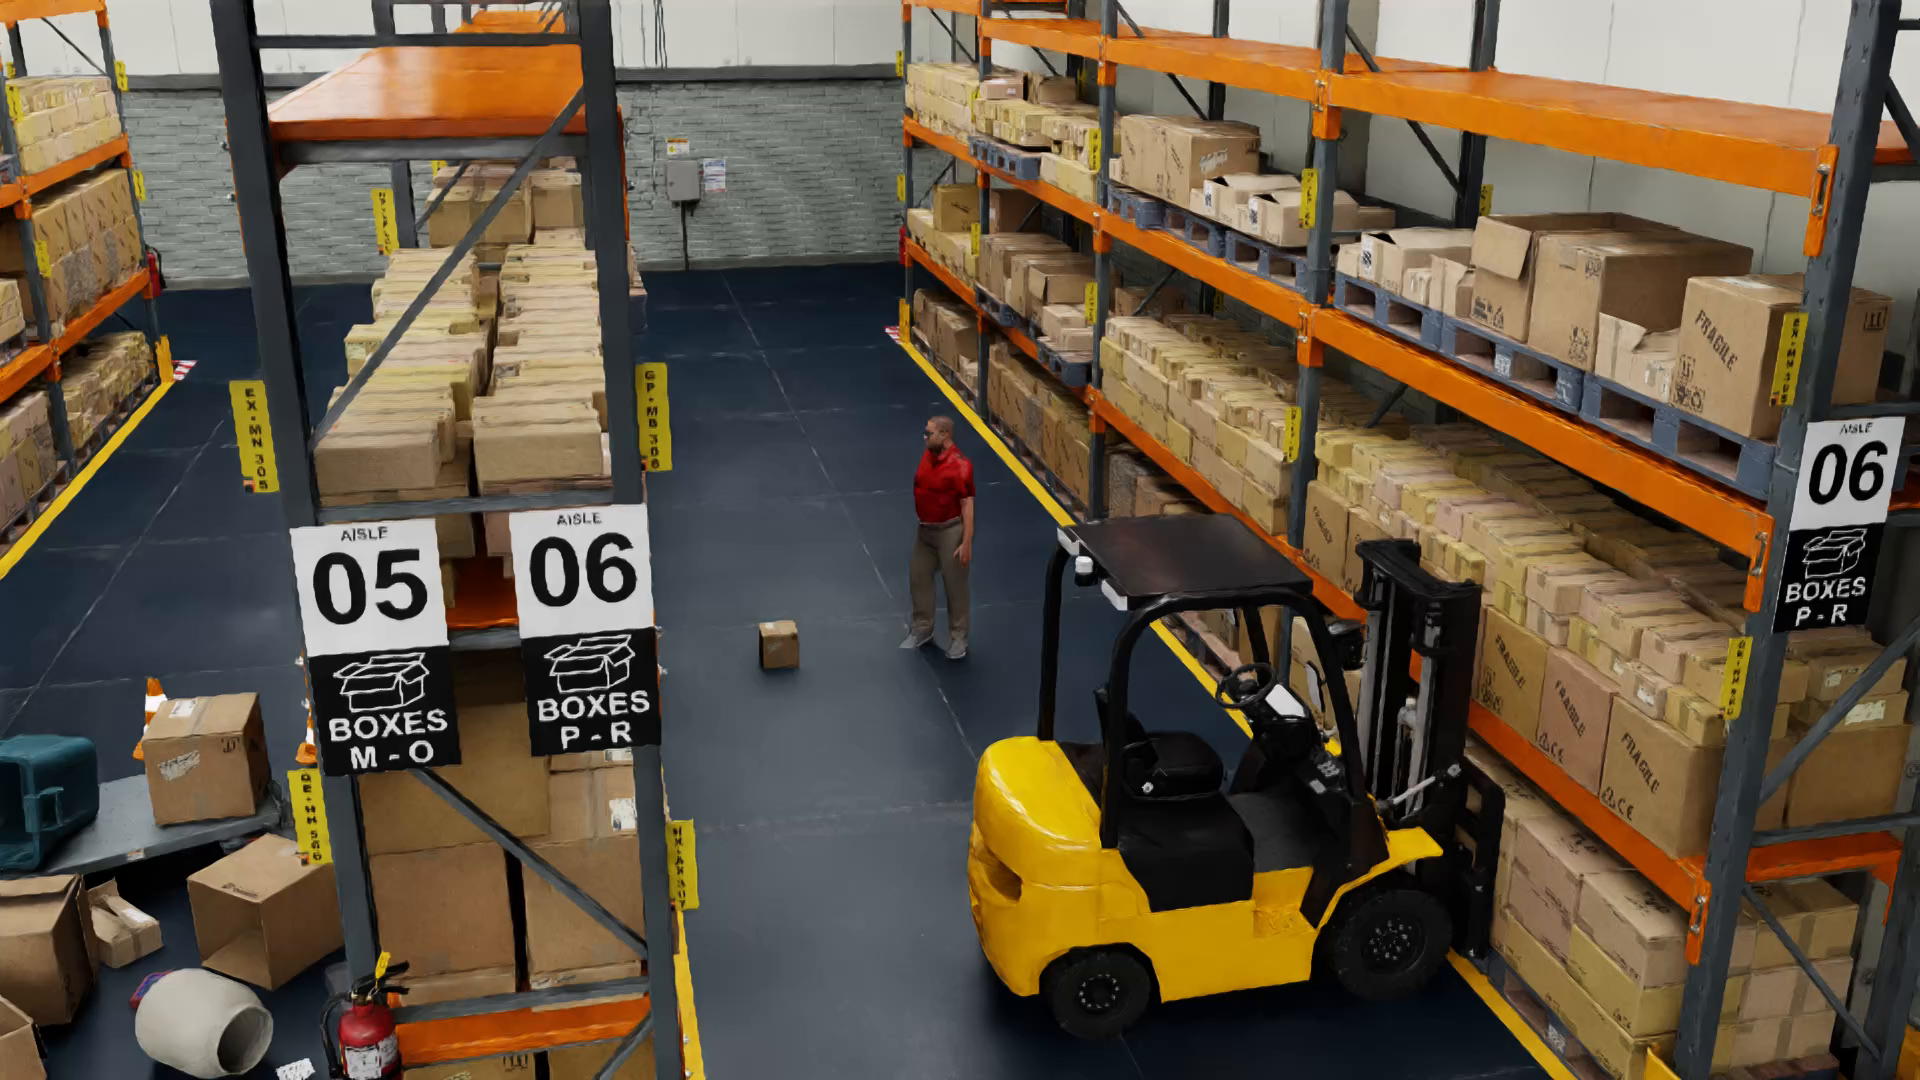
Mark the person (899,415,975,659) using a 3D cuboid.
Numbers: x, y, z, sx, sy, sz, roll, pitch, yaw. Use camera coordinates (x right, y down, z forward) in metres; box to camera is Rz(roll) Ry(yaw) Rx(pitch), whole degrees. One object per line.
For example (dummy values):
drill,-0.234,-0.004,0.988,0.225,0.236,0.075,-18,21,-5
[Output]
person,-0.128,0.005,11.654,0.419,1.798,0.606,-18,26,-40
